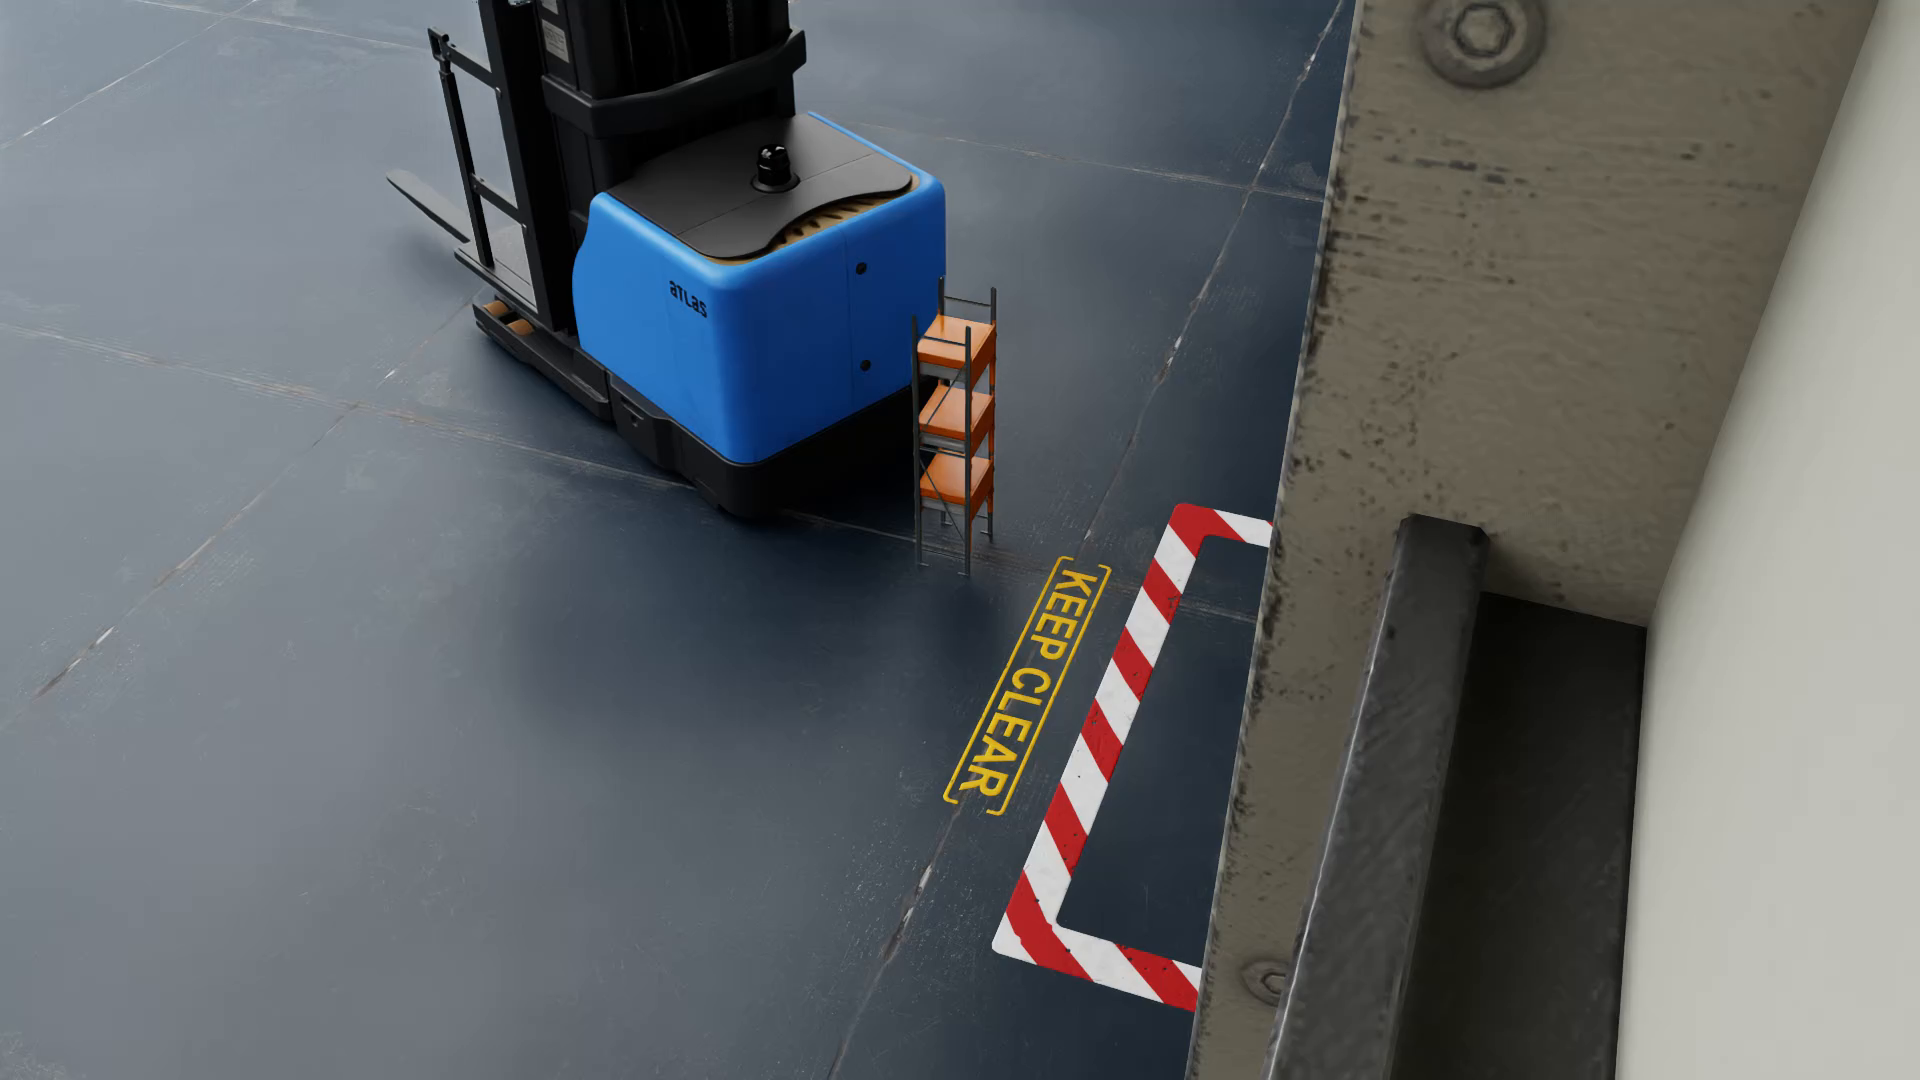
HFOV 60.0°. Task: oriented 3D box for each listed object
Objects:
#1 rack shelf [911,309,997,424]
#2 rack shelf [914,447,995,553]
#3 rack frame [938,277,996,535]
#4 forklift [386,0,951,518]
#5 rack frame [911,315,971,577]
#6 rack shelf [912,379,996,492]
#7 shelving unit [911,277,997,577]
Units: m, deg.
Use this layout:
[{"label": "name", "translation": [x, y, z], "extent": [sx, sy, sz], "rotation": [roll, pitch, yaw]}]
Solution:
[{"label": "rack shelf", "translation": [-0.018, -0.575, 5.505], "extent": [0.215, 0.259, 0.240], "rotation": [13, 42, 15]}, {"label": "rack shelf", "translation": [-0.018, -0.147, 5.870], "extent": [0.215, 0.259, 0.240], "rotation": [13, 42, 15]}, {"label": "rack frame", "translation": [0.023, -0.441, 5.770], "extent": [0.200, 1.050, 0.008], "rotation": [13, 42, 15]}, {"label": "forklift", "translation": [-1.399, -2.066, 6.225], "extent": [1.130, 2.935, 3.031], "rotation": [-31, 49, -31]}, {"label": "rack frame", "translation": [-0.060, -0.292, 5.595], "extent": [0.200, 1.050, 0.008], "rotation": [13, 42, 15]}, {"label": "rack shelf", "translation": [-0.018, -0.359, 5.689], "extent": [0.215, 0.259, 0.240], "rotation": [13, 42, 15]}, {"label": "shelving unit", "translation": [-0.018, -0.367, 5.683], "extent": [0.215, 1.050, 0.252], "rotation": [13, 42, 15]}]
